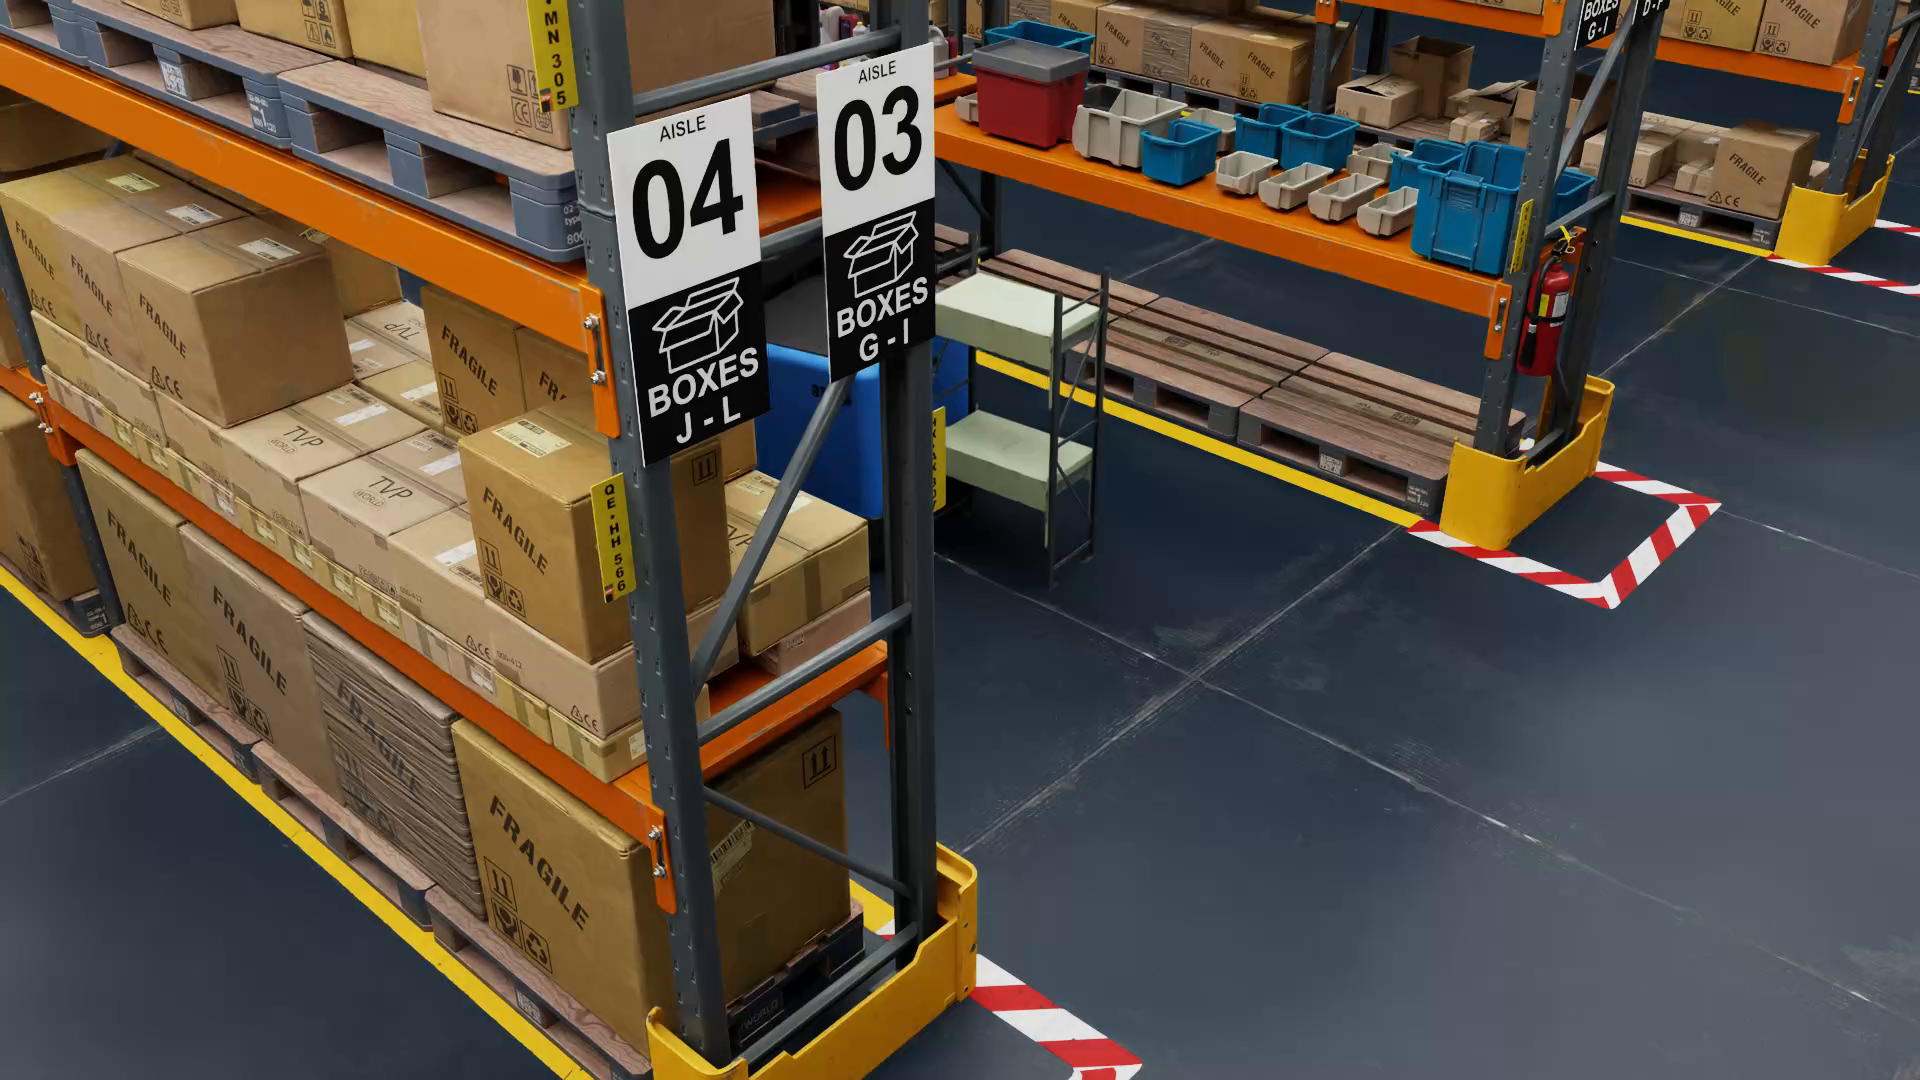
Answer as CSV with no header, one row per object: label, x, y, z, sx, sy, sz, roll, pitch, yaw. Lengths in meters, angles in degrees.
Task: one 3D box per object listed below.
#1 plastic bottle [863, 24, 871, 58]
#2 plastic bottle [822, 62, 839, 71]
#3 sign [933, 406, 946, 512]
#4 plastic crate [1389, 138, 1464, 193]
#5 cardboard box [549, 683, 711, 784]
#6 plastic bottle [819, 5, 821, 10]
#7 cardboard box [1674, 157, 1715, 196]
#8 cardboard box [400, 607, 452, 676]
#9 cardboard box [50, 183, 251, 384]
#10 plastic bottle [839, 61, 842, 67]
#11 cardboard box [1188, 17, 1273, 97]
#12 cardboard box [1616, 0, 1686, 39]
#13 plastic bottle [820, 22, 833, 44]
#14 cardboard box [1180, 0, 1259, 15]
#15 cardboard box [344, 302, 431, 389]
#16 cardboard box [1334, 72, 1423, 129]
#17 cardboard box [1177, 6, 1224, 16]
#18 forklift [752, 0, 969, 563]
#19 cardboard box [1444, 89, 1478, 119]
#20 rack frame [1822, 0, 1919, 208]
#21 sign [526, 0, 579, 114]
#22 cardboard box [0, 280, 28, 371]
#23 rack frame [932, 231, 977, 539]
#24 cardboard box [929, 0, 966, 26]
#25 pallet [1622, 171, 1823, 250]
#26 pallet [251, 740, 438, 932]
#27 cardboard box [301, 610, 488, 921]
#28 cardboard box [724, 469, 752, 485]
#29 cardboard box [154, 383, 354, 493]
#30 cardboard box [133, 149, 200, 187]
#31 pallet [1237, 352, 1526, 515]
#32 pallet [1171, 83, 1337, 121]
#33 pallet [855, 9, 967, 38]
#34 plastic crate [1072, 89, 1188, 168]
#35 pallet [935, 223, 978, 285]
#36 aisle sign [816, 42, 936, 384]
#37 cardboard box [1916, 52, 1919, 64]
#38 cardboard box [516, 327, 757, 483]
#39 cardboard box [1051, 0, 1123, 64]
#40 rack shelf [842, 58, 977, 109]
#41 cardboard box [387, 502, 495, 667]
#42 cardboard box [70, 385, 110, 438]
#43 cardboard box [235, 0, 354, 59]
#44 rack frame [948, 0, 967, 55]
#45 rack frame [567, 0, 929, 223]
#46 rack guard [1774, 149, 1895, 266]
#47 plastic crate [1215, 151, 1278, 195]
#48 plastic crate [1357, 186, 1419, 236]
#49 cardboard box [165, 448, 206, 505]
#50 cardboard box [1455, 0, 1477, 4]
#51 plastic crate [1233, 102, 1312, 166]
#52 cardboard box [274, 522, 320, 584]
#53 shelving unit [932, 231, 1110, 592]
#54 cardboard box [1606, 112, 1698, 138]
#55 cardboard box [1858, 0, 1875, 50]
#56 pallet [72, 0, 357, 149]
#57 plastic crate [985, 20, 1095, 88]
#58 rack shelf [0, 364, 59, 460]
plastic bottle,-0.595,-3.318,11.046,0.097,0.201,0.097,0,31,0
plastic bottle,-0.807,-2.912,10.292,0.133,0.283,0.061,25,39,35
sign,-0.077,-0.223,4.796,0.005,0.325,0.100,25,39,35
plastic crate,2.419,-1.895,8.594,0.300,0.233,0.416,25,39,35
cardboard box,-0.939,0.502,4.751,0.250,0.149,0.380,26,40,36
plastic bottle,-1.042,-3.540,11.342,0.135,0.276,0.152,25,39,35
cardboard box,5.388,-2.638,12.045,0.250,0.166,0.380,25,39,35
cardboard box,-1.503,0.238,5.190,0.250,0.149,0.380,26,40,36
cardboard box,-2.876,-0.940,6.033,0.500,0.500,0.500,25,39,35
plastic bottle,-0.768,-2.913,10.374,0.097,0.201,0.097,0,31,0
cardboard box,2.311,-4.133,14.203,0.500,0.500,0.500,25,39,35
cardboard box,4.928,-3.842,11.627,0.500,0.500,0.500,25,39,35
plastic bottle,-0.900,-3.114,10.562,0.185,0.351,0.144,25,39,35
cardboard box,2.294,-4.825,14.627,0.500,0.250,0.500,25,39,35
cardboard box,-2.152,-0.649,6.276,0.500,0.250,0.500,26,40,36
cardboard box,3.397,-3.588,13.482,0.500,0.311,0.500,25,39,35
cardboard box,2.267,-4.514,14.837,0.500,0.500,0.500,26,39,36
forklift,-1.469,-1.673,8.188,3.031,2.935,1.130,16,34,24
cardboard box,4.162,-3.551,13.578,0.250,0.149,0.380,25,39,35
rack frame,6.196,-3.395,10.981,0.127,3.000,1.000,25,39,35
sign,-0.828,-1.036,3.373,0.005,0.325,0.100,25,39,35
cardboard box,-3.950,-1.093,7.060,0.500,0.500,0.500,25,39,35
rack frame,-0.051,-0.710,7.975,0.023,1.500,0.400,21,37,31
cardboard box,-0.289,-5.255,16.329,0.500,0.250,0.500,26,40,36
pallet,5.548,-2.502,12.202,1.213,0.211,1.003,25,39,35
pallet,-2.000,0.917,6.522,1.213,0.211,1.003,25,39,35
cardboard box,-1.657,0.616,5.971,0.875,0.875,0.875,25,39,35
cardboard box,-1.018,-0.118,5.395,0.500,0.250,0.500,24,39,35
cardboard box,-2.494,-0.442,5.933,0.500,0.250,0.500,26,40,36
cardboard box,-2.899,-1.320,6.665,0.500,0.500,0.500,26,40,36
pallet,2.284,-0.608,9.055,1.213,0.211,1.003,25,39,35
pallet,2.602,-3.852,14.444,1.213,0.211,1.003,25,39,35
pallet,-0.319,-5.269,16.798,1.213,0.211,1.003,25,39,35
plastic crate,0.912,-2.263,9.157,0.530,0.282,0.437,25,39,35
pallet,-0.640,-1.975,11.326,1.213,0.211,1.003,25,39,35
aisle sign,-0.199,-0.812,4.170,0.004,0.787,0.394,25,39,35
cardboard box,8.931,-4.604,15.005,0.500,0.500,0.700,25,39,35
cardboard box,-0.999,-0.435,5.194,0.500,0.500,0.500,24,38,34
cardboard box,1.171,-4.660,15.080,0.500,0.500,0.500,24,39,34
rack shelf,-1.579,-3.271,11.472,4.000,0.370,1.077,25,39,35
cardboard box,-1.367,0.086,5.055,0.500,0.250,0.500,24,39,34
cardboard box,-3.229,-0.565,6.523,0.250,0.149,0.380,24,38,34
cardboard box,-1.628,-1.720,4.689,0.500,0.500,0.700,22,37,32
rack frame,0.265,-6.164,15.581,0.127,3.000,1.000,25,39,35
rack frame,-0.454,-2.178,3.144,0.127,3.000,1.000,25,39,35
rack guard,6.140,-2.351,11.670,0.348,0.500,1.175,25,39,35
plastic crate,1.484,-1.916,8.722,0.250,0.136,0.298,25,39,35
plastic crate,2.144,-1.628,8.243,0.243,0.136,0.396,25,39,35
cardboard box,-2.647,-0.295,6.075,0.250,0.149,0.380,24,39,34
cardboard box,3.807,-4.366,12.497,0.500,0.500,0.500,26,40,36
plastic crate,1.709,-2.227,9.145,0.300,0.233,0.416,25,39,35
cardboard box,-2.072,-0.027,5.630,0.250,0.149,0.380,26,40,36
shelving unit,0.240,-0.595,7.785,0.755,1.500,0.431,21,37,31
cardboard box,5.242,-3.048,12.645,0.500,0.250,0.500,25,39,35
cardboard box,6.044,-3.692,11.378,0.500,0.500,0.500,26,40,36
pallet,-1.920,-1.530,5.061,1.213,0.211,1.003,25,39,35
plastic crate,0.479,-2.874,10.074,0.575,0.384,0.392,25,39,35
rack shelf,-4.903,-1.377,8.326,4.000,0.370,1.077,25,39,35
